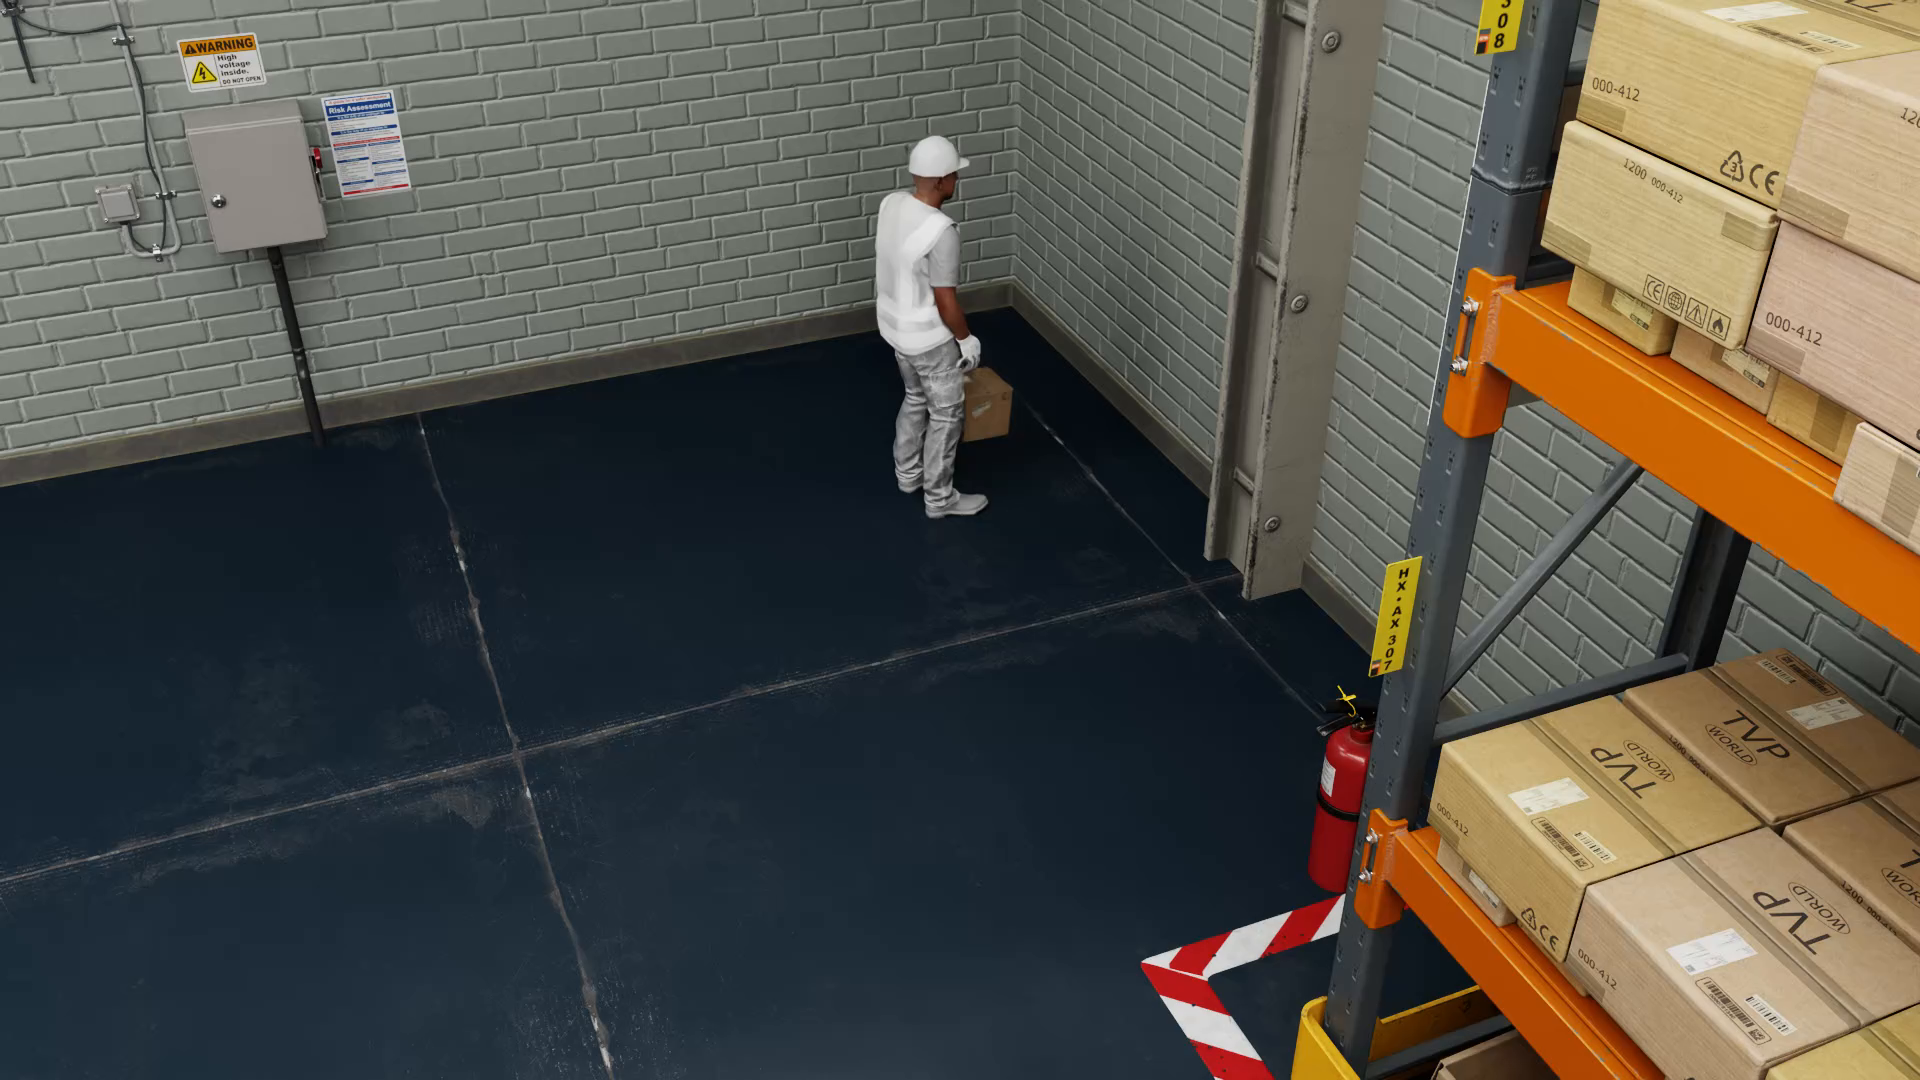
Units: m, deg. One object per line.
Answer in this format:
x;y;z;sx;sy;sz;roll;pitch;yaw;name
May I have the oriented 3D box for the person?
-0.148;-0.963;7.598;0.422;1.779;0.581;-16;37;-23;person
